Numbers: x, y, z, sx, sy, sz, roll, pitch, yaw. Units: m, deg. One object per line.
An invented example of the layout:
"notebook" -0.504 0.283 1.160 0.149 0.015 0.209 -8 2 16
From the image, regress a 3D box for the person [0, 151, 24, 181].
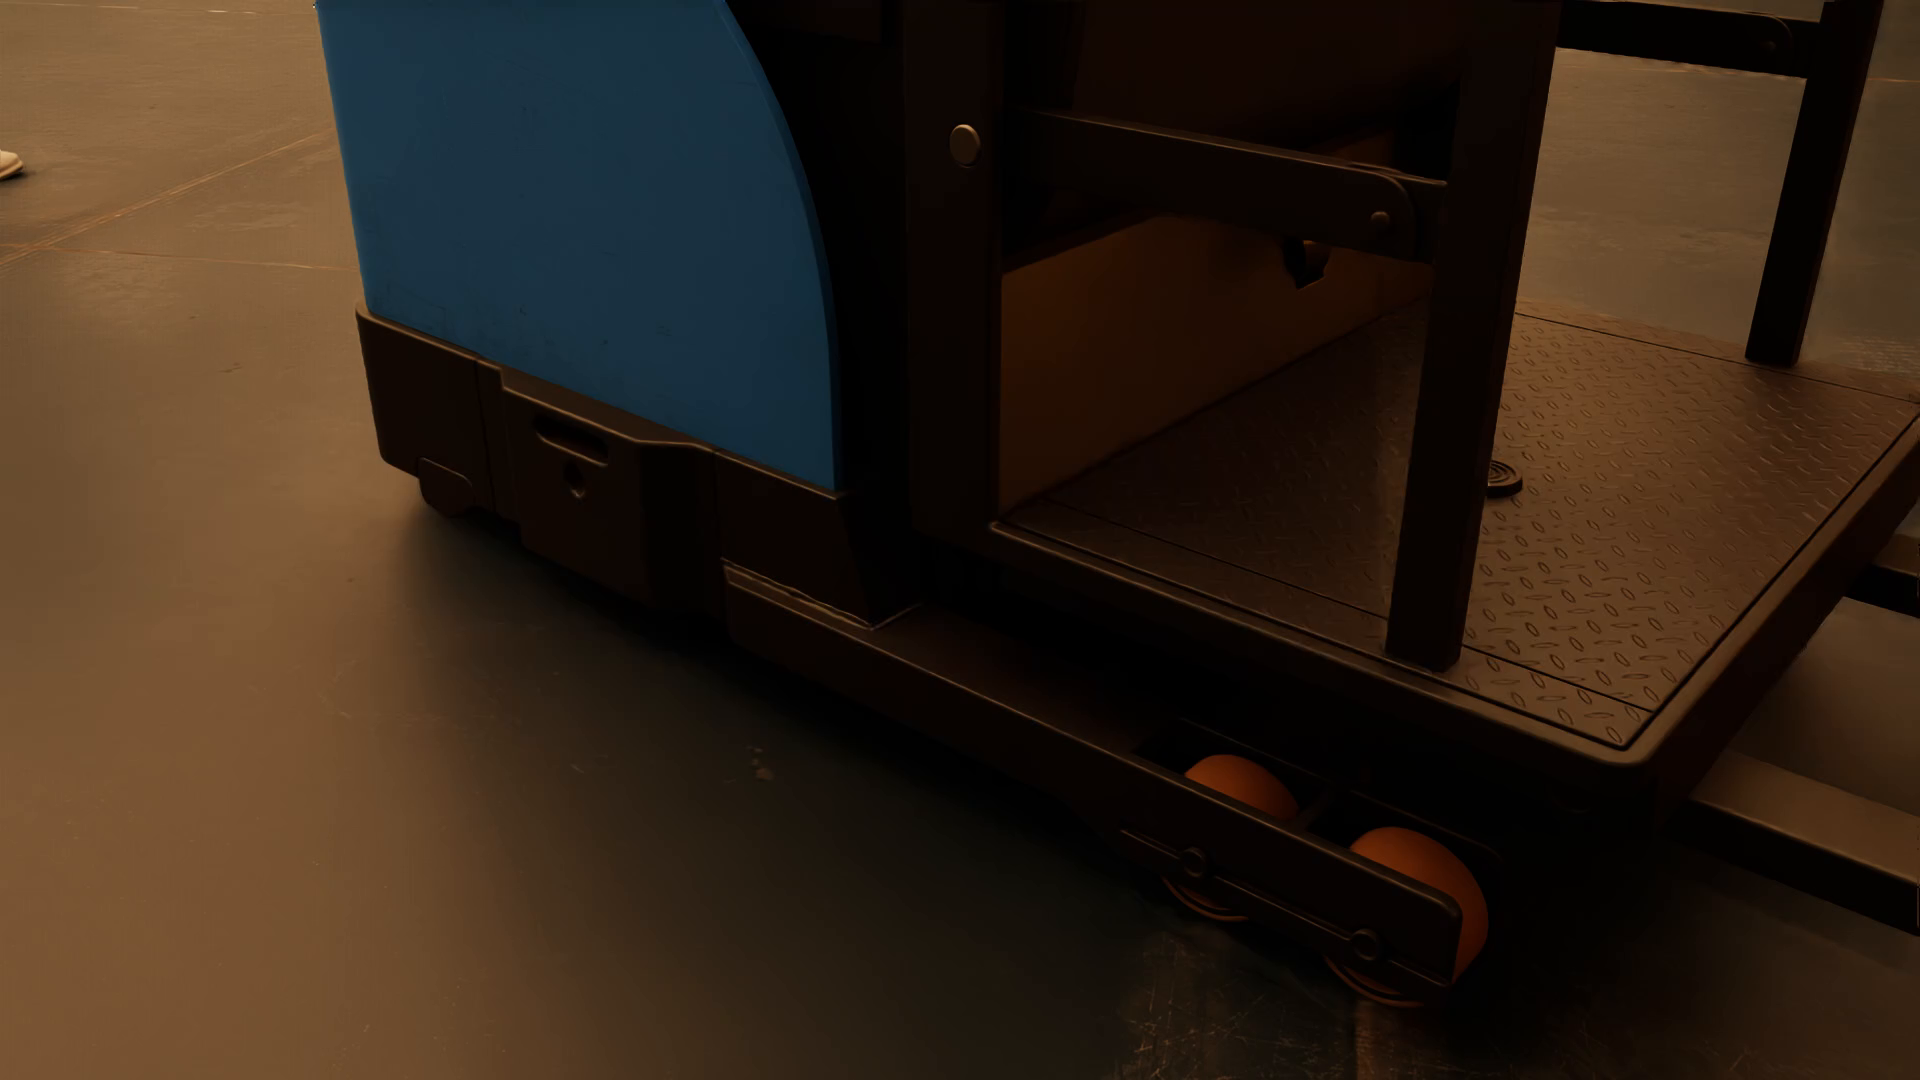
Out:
"person" -2.754 -1.763 4.028 0.404 1.776 0.617 -23 35 -37

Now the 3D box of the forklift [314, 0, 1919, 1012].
"forklift" 0.532 -1.128 1.483 3.031 2.935 1.130 21 34 35
